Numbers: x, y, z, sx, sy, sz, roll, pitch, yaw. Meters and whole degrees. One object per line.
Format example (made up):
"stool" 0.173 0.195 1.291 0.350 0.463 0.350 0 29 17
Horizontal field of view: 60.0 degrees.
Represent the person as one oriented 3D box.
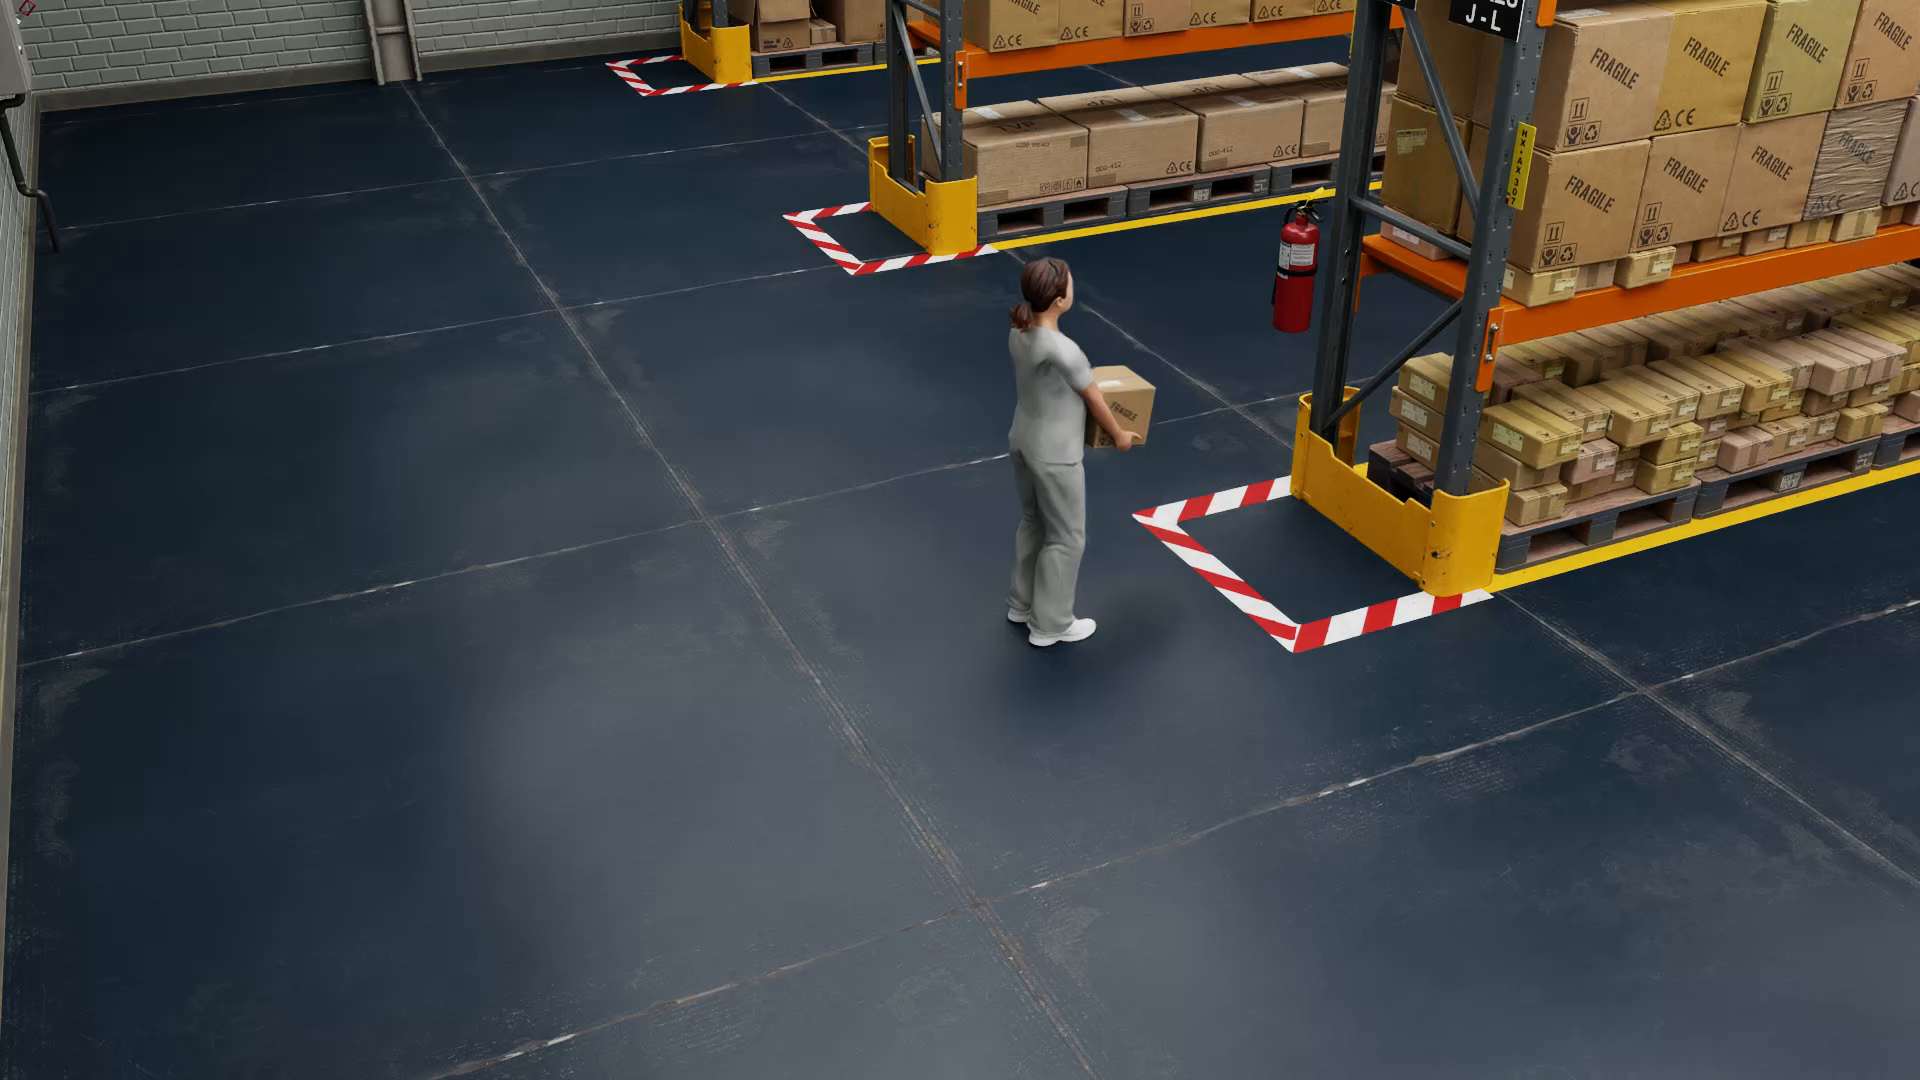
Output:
"person" 0.440 -0.371 6.800 0.522 1.664 0.409 -13 32 -22
